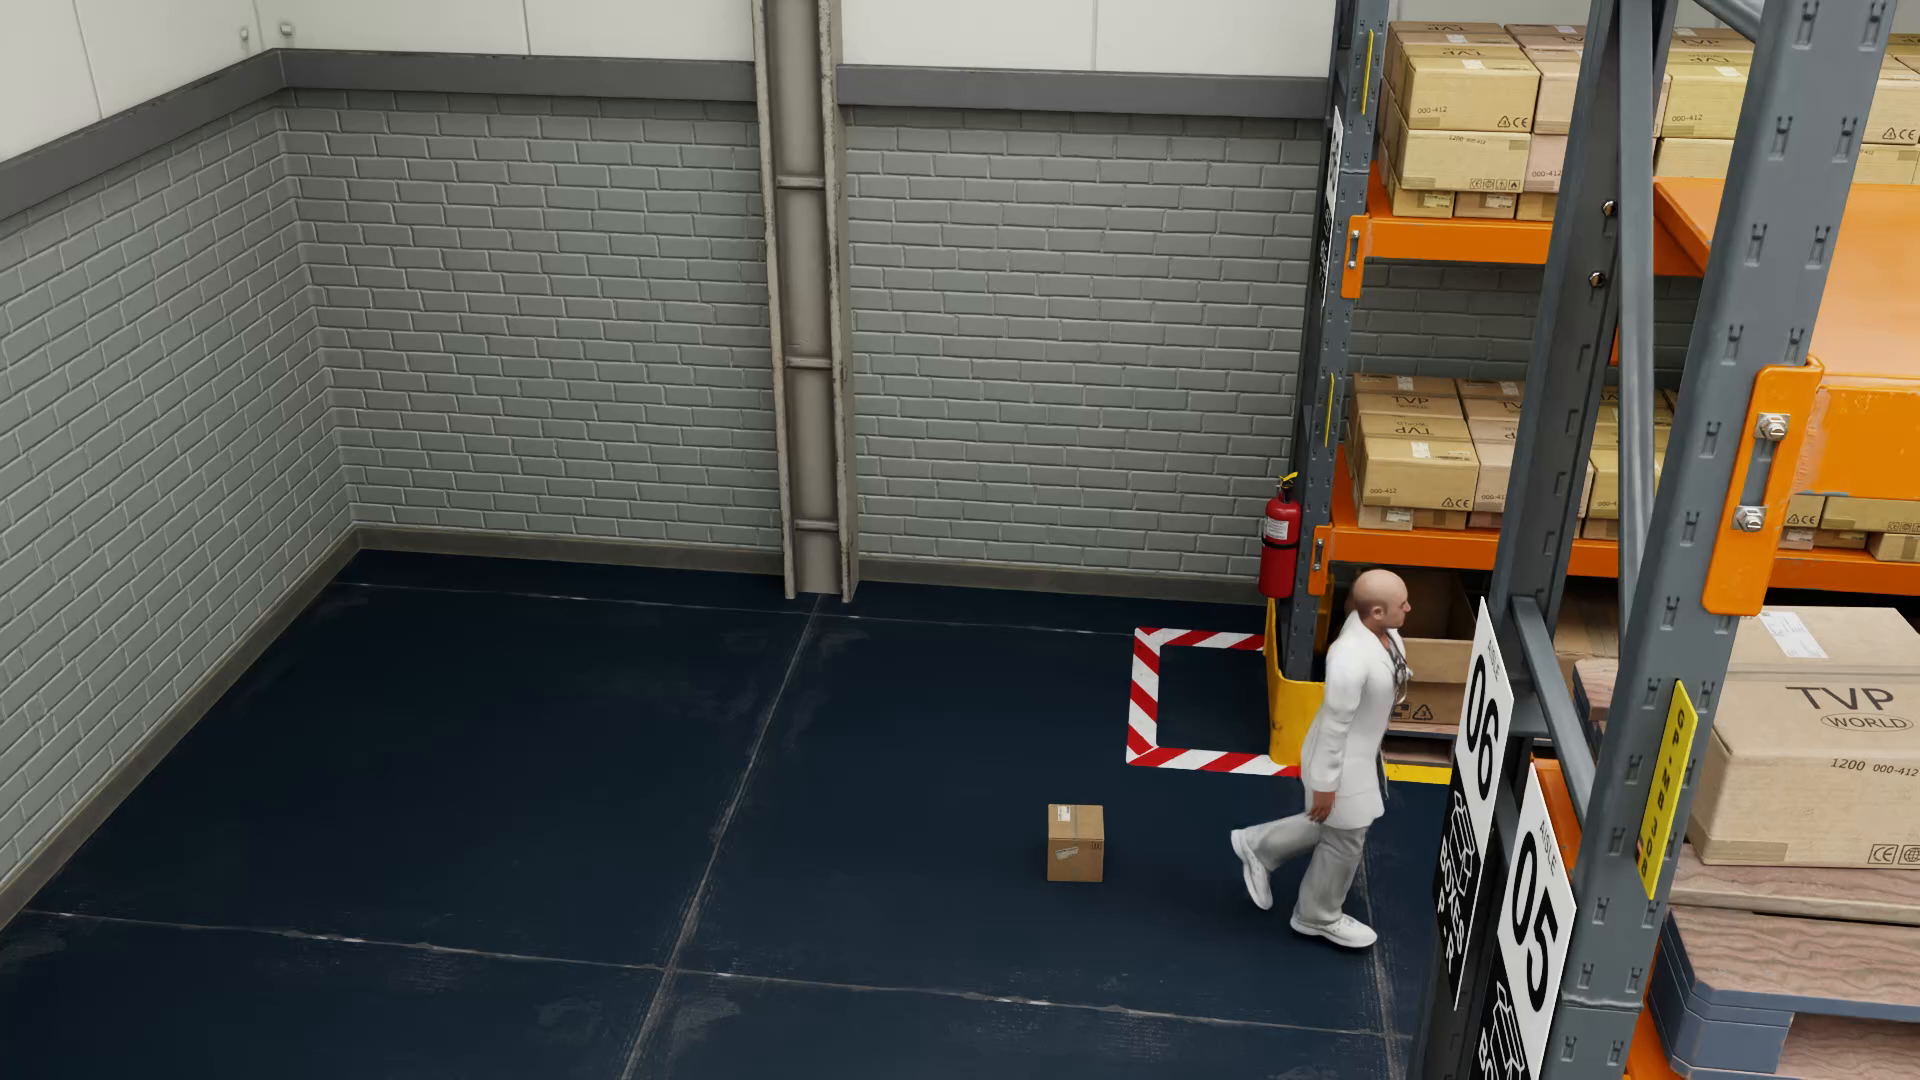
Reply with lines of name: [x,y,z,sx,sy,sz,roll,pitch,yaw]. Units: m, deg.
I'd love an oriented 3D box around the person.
person: [1.522,0.870,6.964,0.694,1.758,0.616,14,31,25]
